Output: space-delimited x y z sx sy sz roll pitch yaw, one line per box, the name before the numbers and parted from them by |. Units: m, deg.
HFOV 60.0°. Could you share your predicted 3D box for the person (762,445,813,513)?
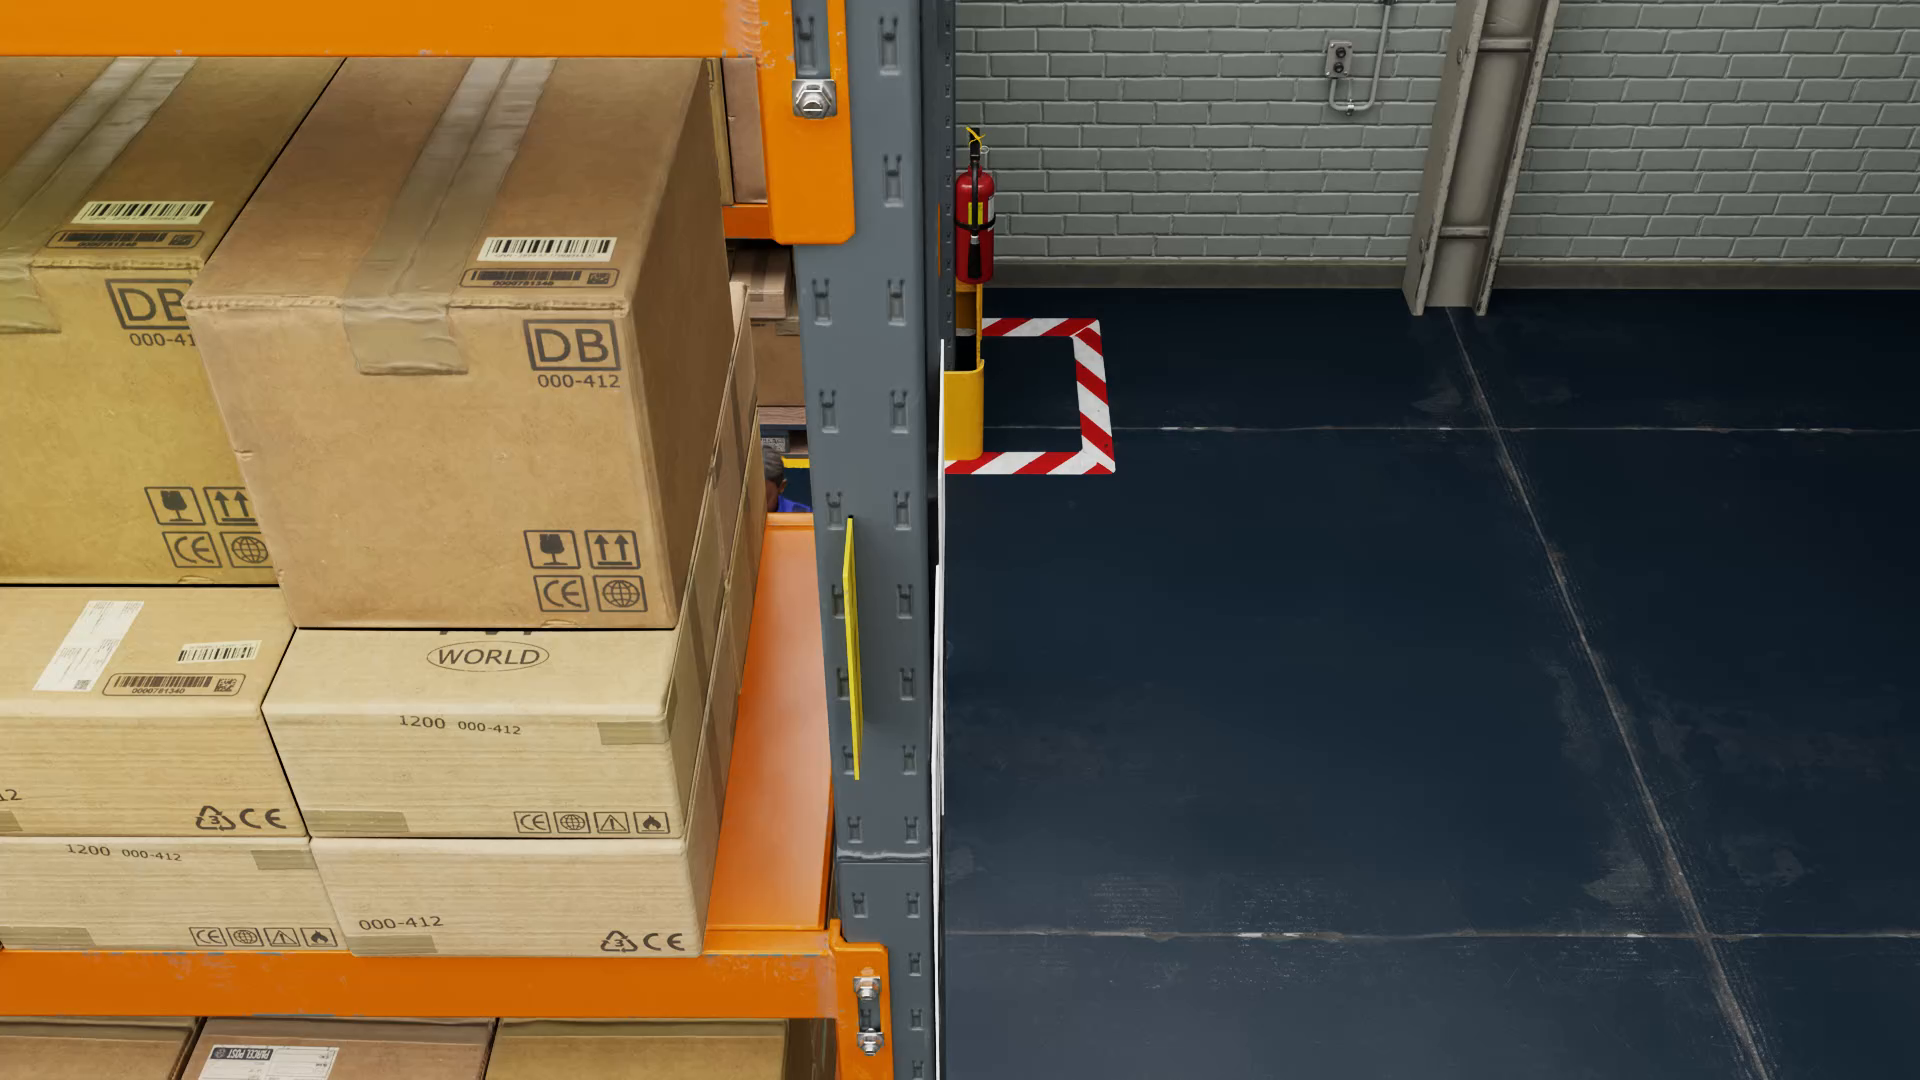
person | -0.658 0.369 5.720 0.480 1.674 0.536 4 40 5
